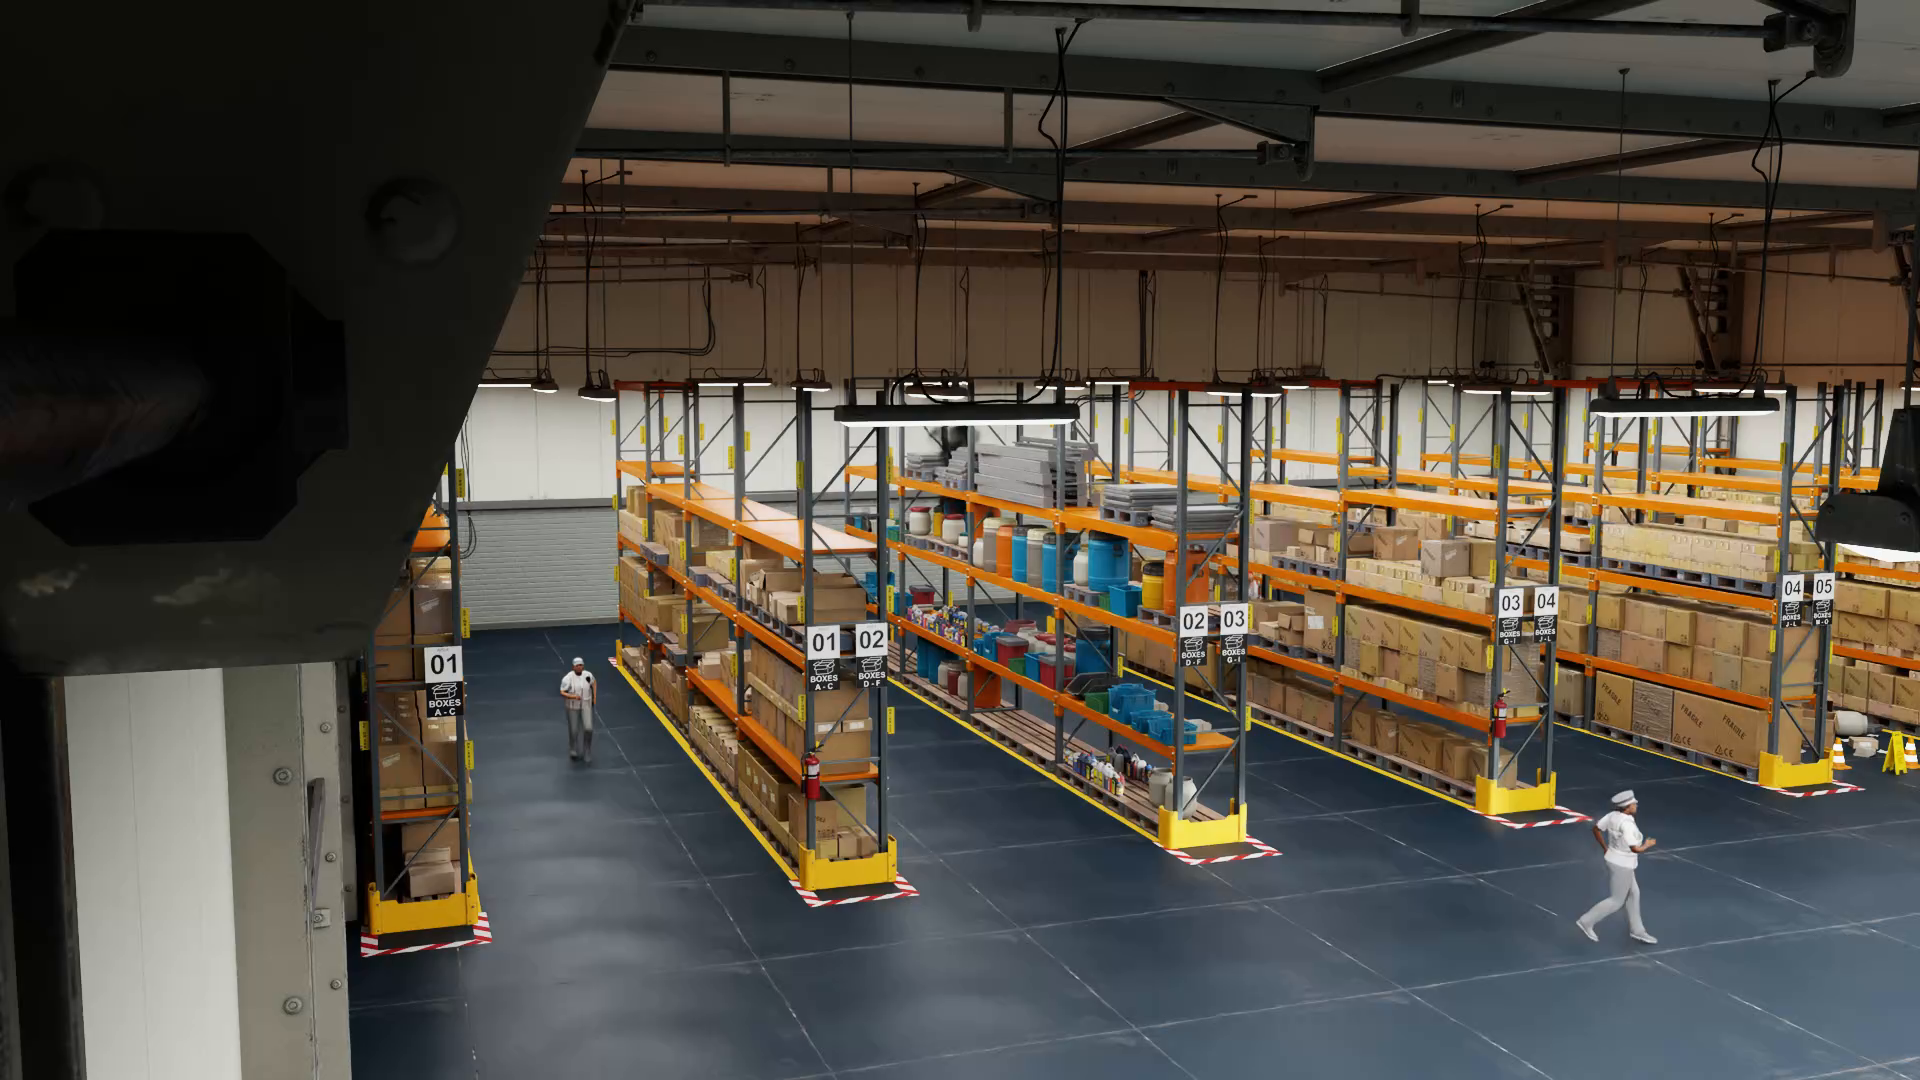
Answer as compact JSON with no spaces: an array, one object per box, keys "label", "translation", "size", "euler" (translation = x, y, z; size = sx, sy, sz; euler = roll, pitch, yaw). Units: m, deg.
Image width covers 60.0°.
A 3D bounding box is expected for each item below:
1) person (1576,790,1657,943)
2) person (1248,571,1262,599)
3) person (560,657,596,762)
[{"label":"person","translation":[7.173,3.558,18.098],"size":[0.901,1.697,0.604],"euler":[0,6,3]},{"label":"person","translation":[6.478,1.525,37.056],"size":[0.673,1.796,0.896],"euler":[-1,6,-9]},{"label":"person","translation":[-6.075,2.718,26.567],"size":[0.613,1.723,0.711],"euler":[-2,7,-22]}]
